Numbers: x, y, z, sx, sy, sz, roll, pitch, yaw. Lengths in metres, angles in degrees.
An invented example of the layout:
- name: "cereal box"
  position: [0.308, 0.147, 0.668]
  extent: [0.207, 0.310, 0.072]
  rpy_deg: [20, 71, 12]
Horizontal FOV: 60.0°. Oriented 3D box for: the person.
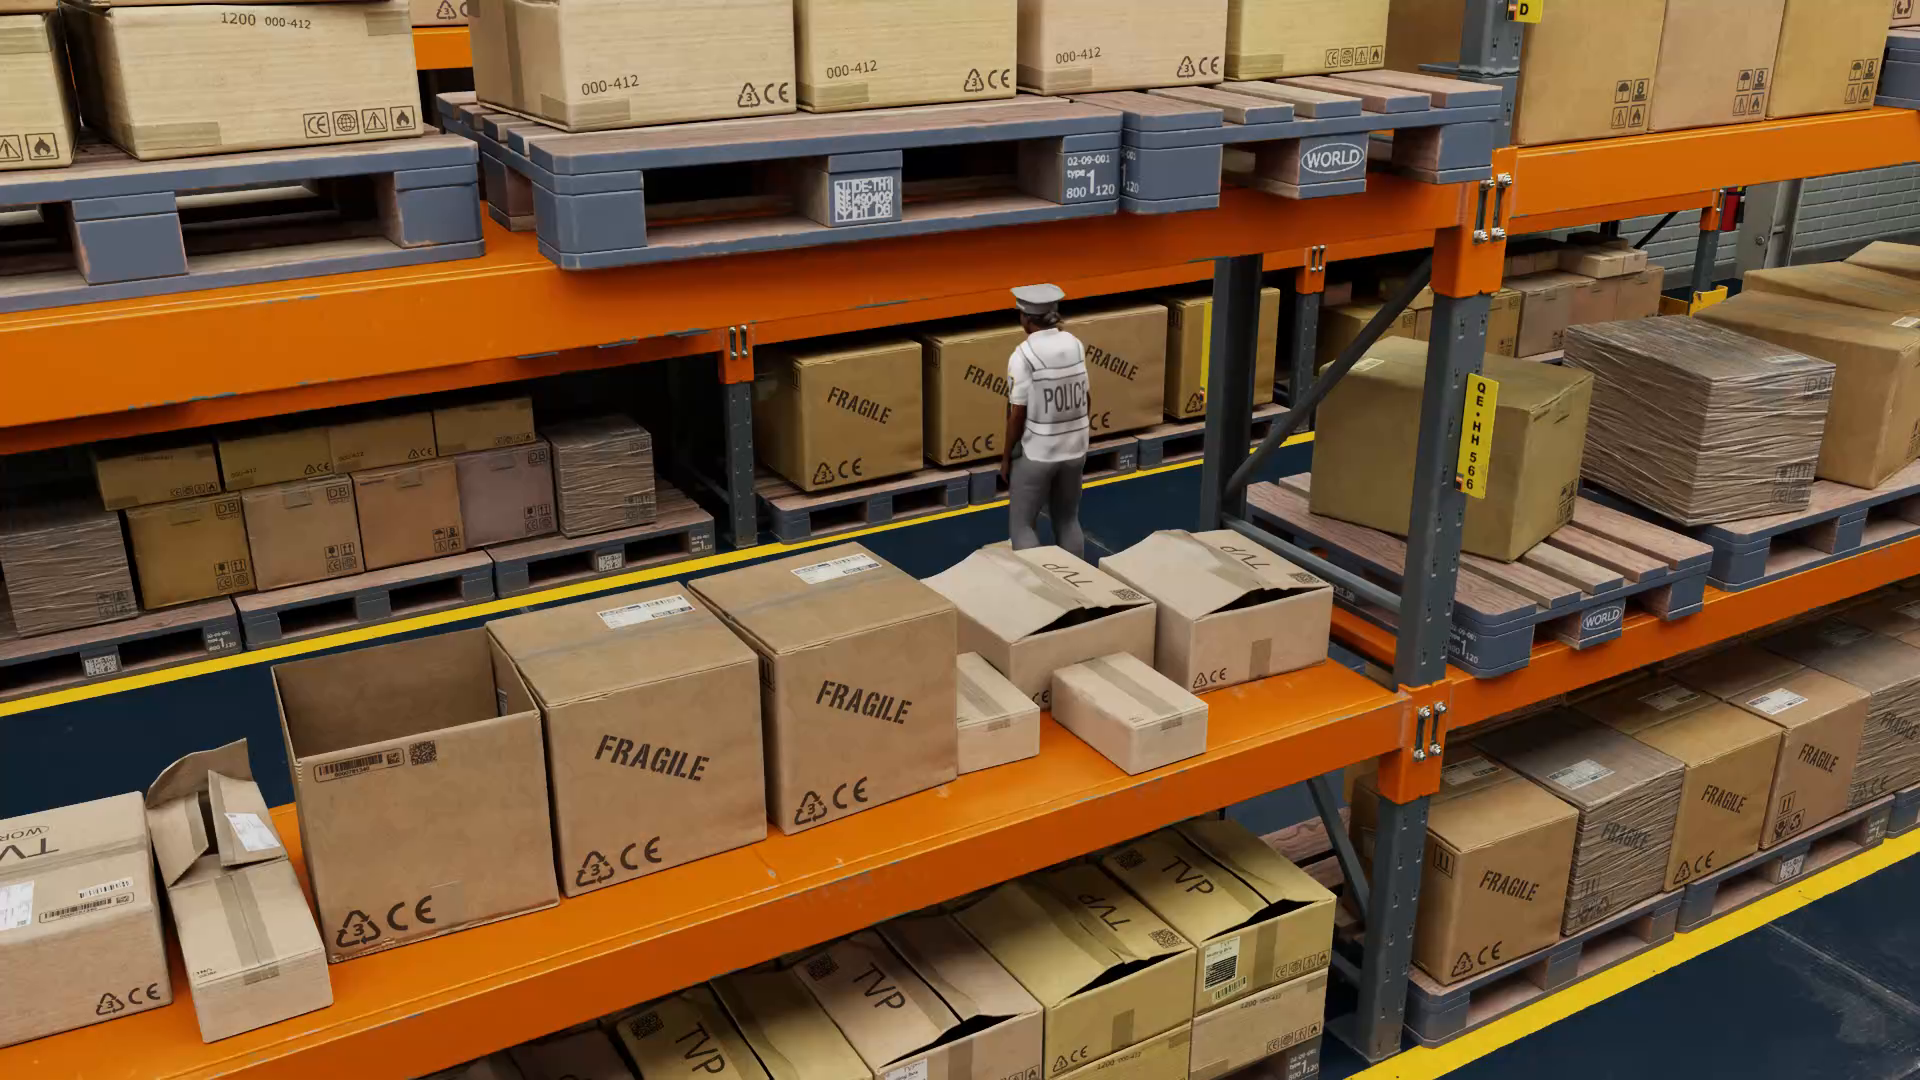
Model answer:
- name: "person"
  position: [0.424, -0.422, 8.138]
  extent: [0.505, 1.660, 0.386]
  rpy_deg: [-13, 26, -30]
